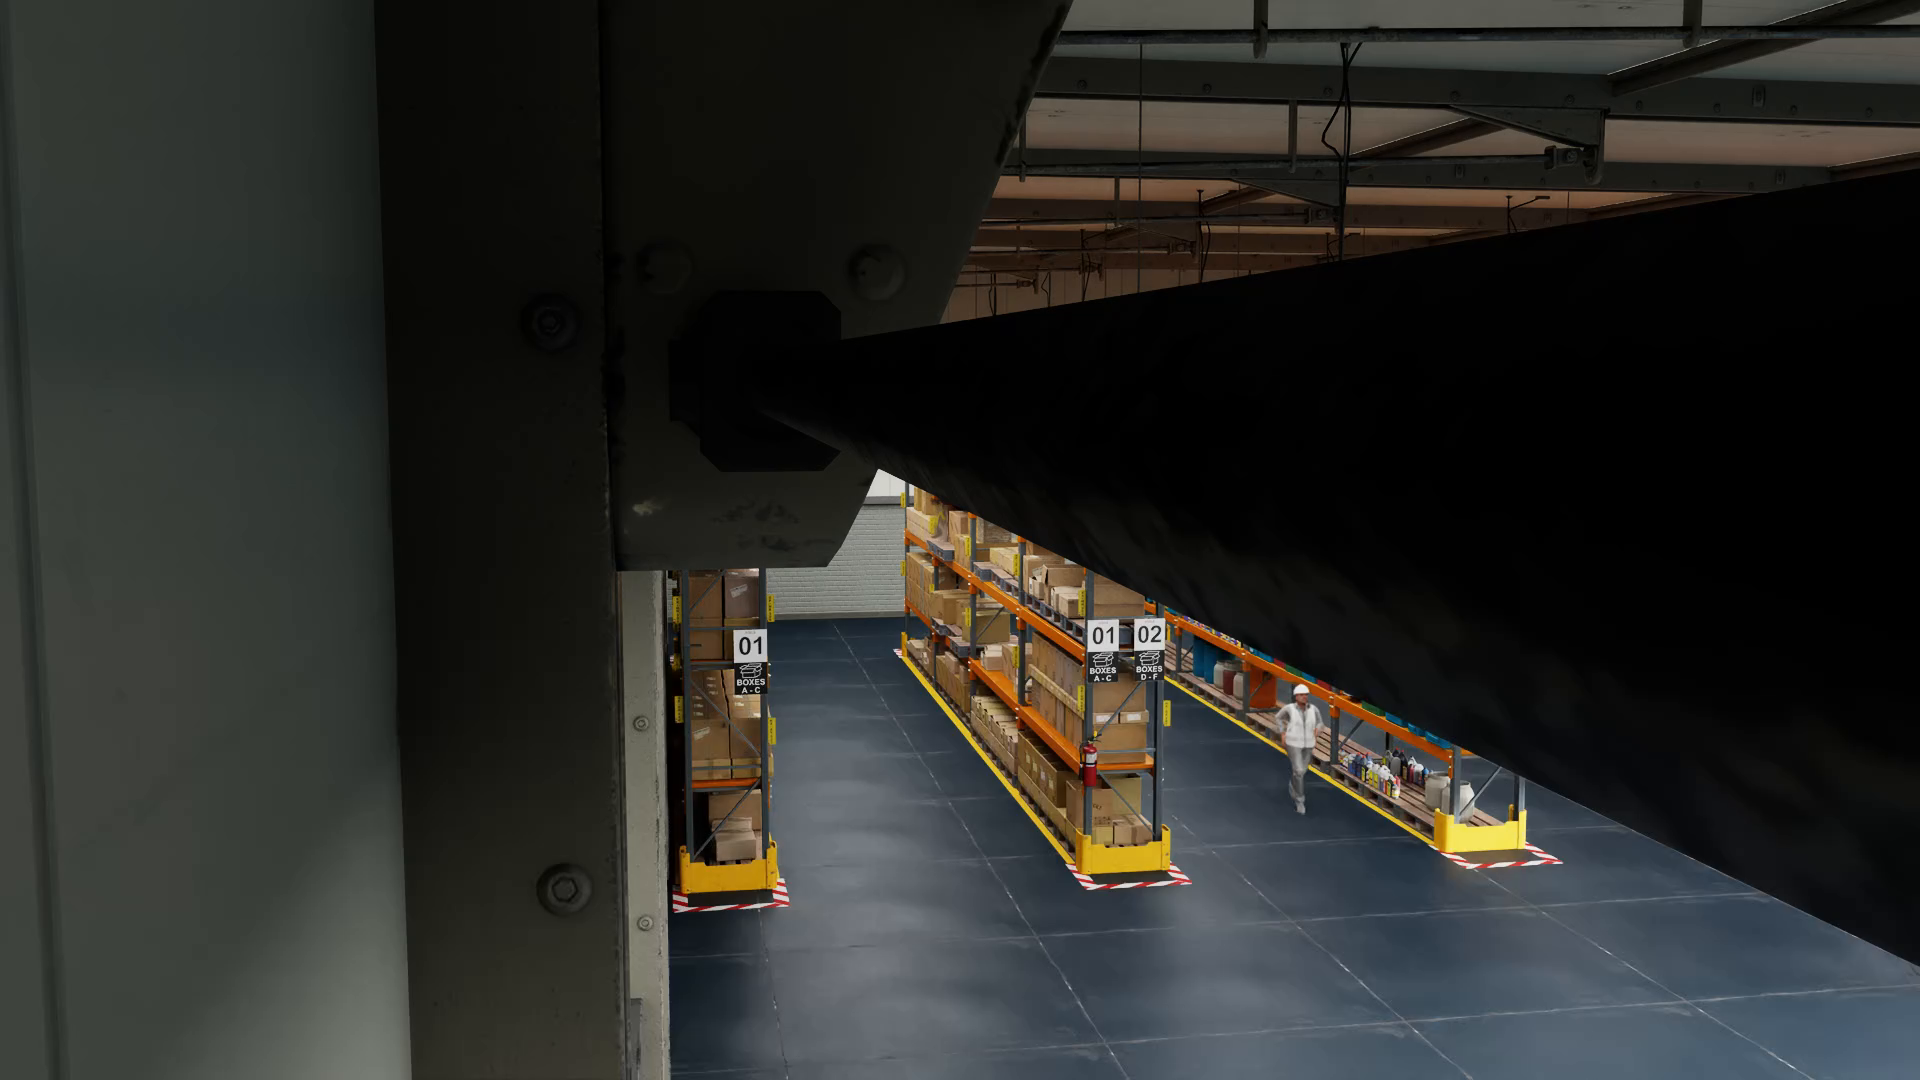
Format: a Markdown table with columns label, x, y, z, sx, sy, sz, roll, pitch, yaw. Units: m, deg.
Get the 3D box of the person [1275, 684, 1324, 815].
| label | x | y | z | sx | sy | sz | roll | pitch | yaw |
| --- | --- | --- | --- | --- | --- | --- | --- | --- | --- |
| person | 4.909 | 2.966 | 23.960 | 0.649 | 1.809 | 0.834 | -1 | 6 | -12 |
